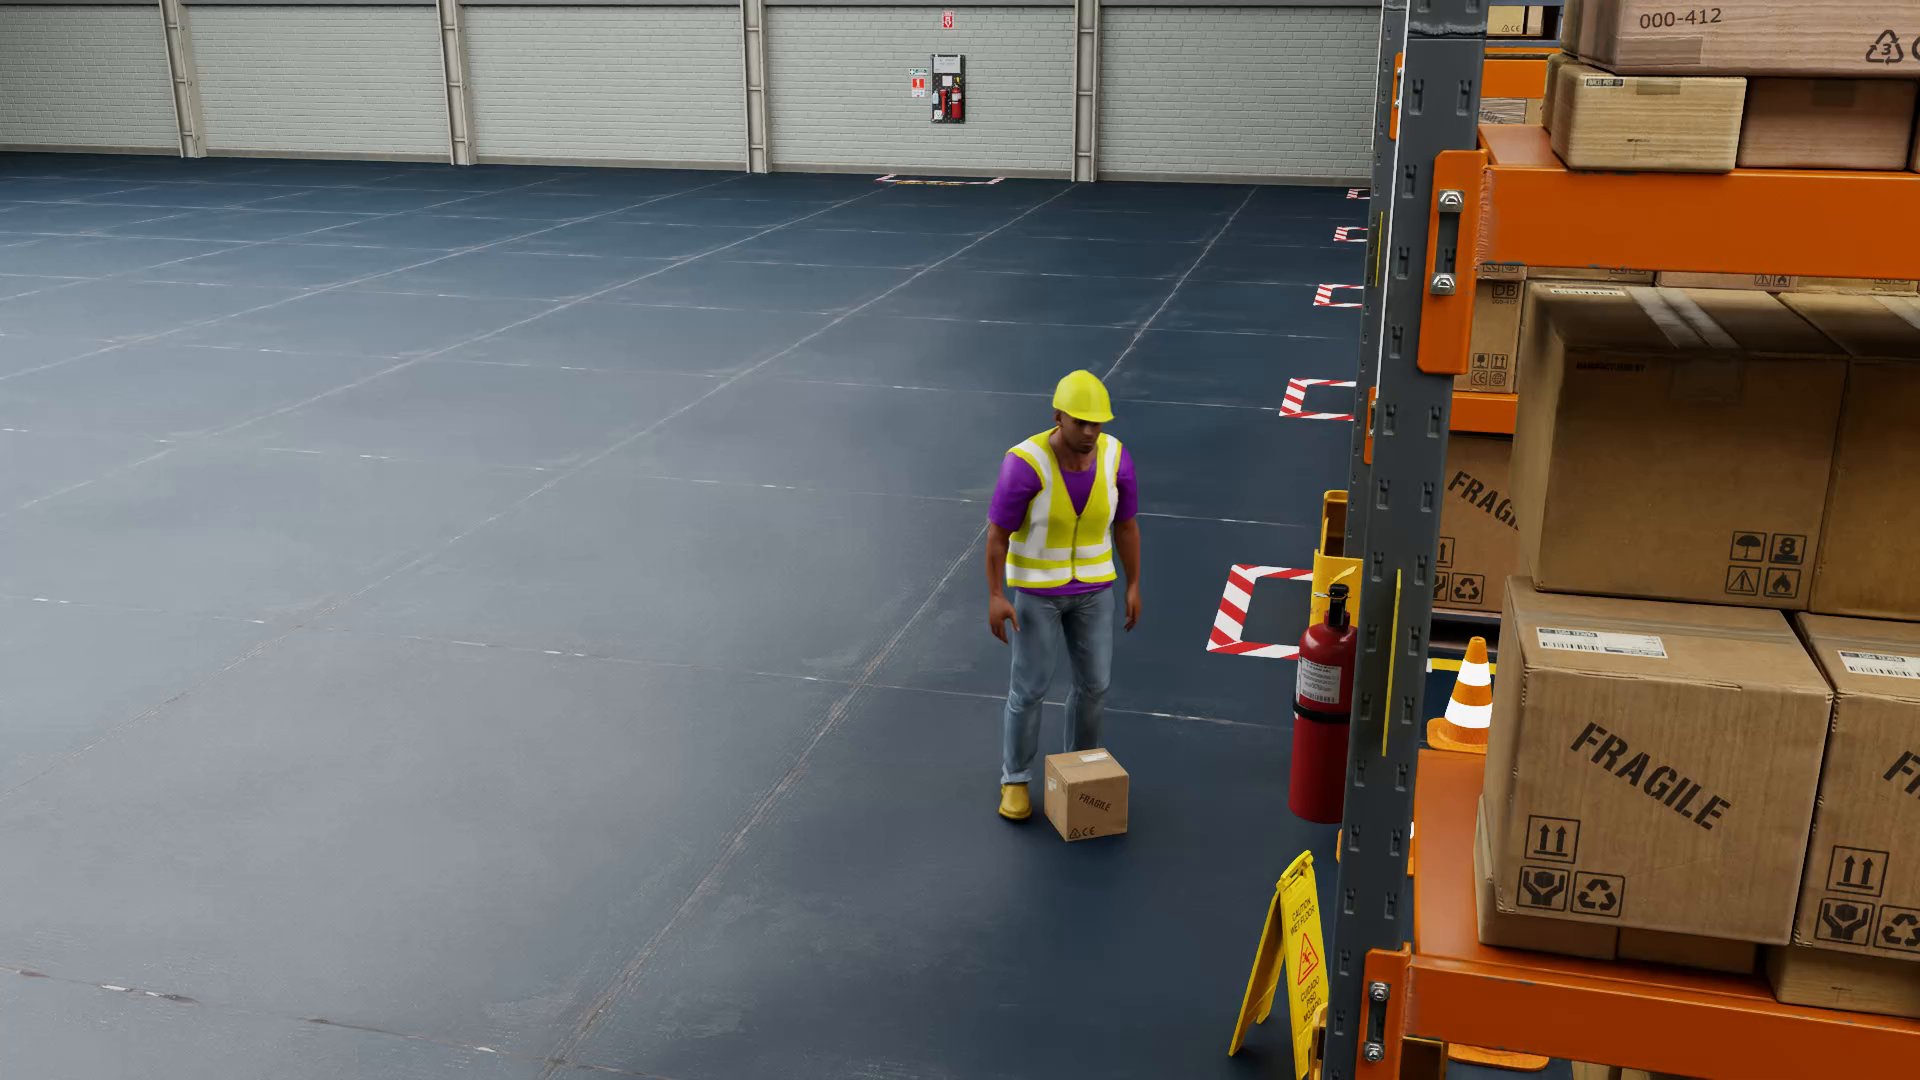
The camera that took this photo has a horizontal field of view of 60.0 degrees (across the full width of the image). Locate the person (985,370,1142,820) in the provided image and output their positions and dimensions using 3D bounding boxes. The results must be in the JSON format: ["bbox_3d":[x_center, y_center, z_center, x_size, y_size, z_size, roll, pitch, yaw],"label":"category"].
[{"bbox_3d":[0.408,0.202,6.410,0.635,1.760,0.462,-5,19,-16],"label":"person"}]
